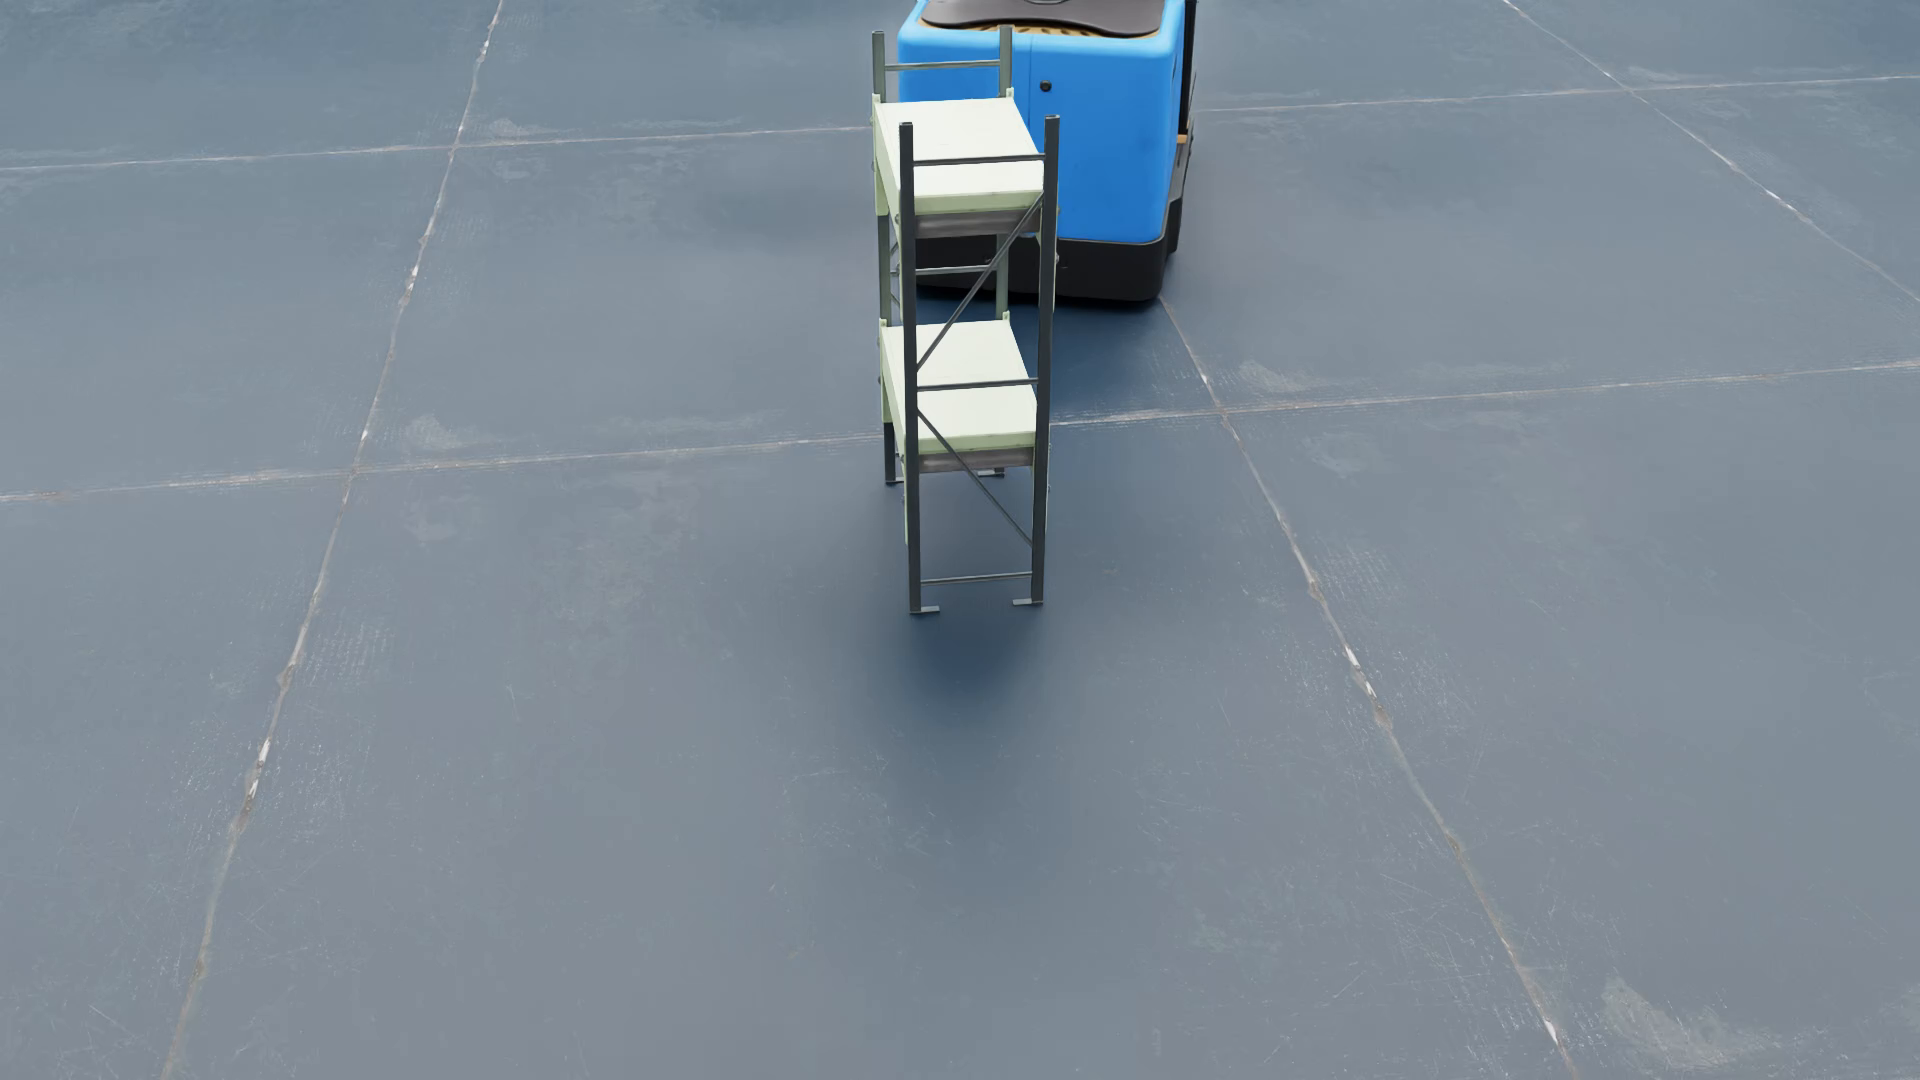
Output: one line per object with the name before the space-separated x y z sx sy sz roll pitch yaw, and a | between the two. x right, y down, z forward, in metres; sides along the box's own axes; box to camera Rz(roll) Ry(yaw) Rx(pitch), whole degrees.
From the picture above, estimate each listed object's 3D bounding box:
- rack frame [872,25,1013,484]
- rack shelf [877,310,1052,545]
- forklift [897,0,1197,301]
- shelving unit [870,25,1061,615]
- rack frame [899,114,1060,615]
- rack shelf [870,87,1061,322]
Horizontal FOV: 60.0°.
rack frame | -0.050 -0.828 5.133 0.400 1.500 0.023 -4 35 -6
rack shelf | -0.001 -0.354 5.017 0.431 0.370 0.720 -4 35 -6
forklift | 0.513 -2.965 6.998 1.130 2.935 3.031 6 35 8
shelving unit | -0.001 -0.623 4.833 0.431 1.500 0.755 -4 35 -6
rack frame | 0.048 -0.419 4.533 0.400 1.500 0.023 -4 35 -6
rack shelf | -0.001 -0.946 4.613 0.431 0.370 0.720 -4 35 -6
